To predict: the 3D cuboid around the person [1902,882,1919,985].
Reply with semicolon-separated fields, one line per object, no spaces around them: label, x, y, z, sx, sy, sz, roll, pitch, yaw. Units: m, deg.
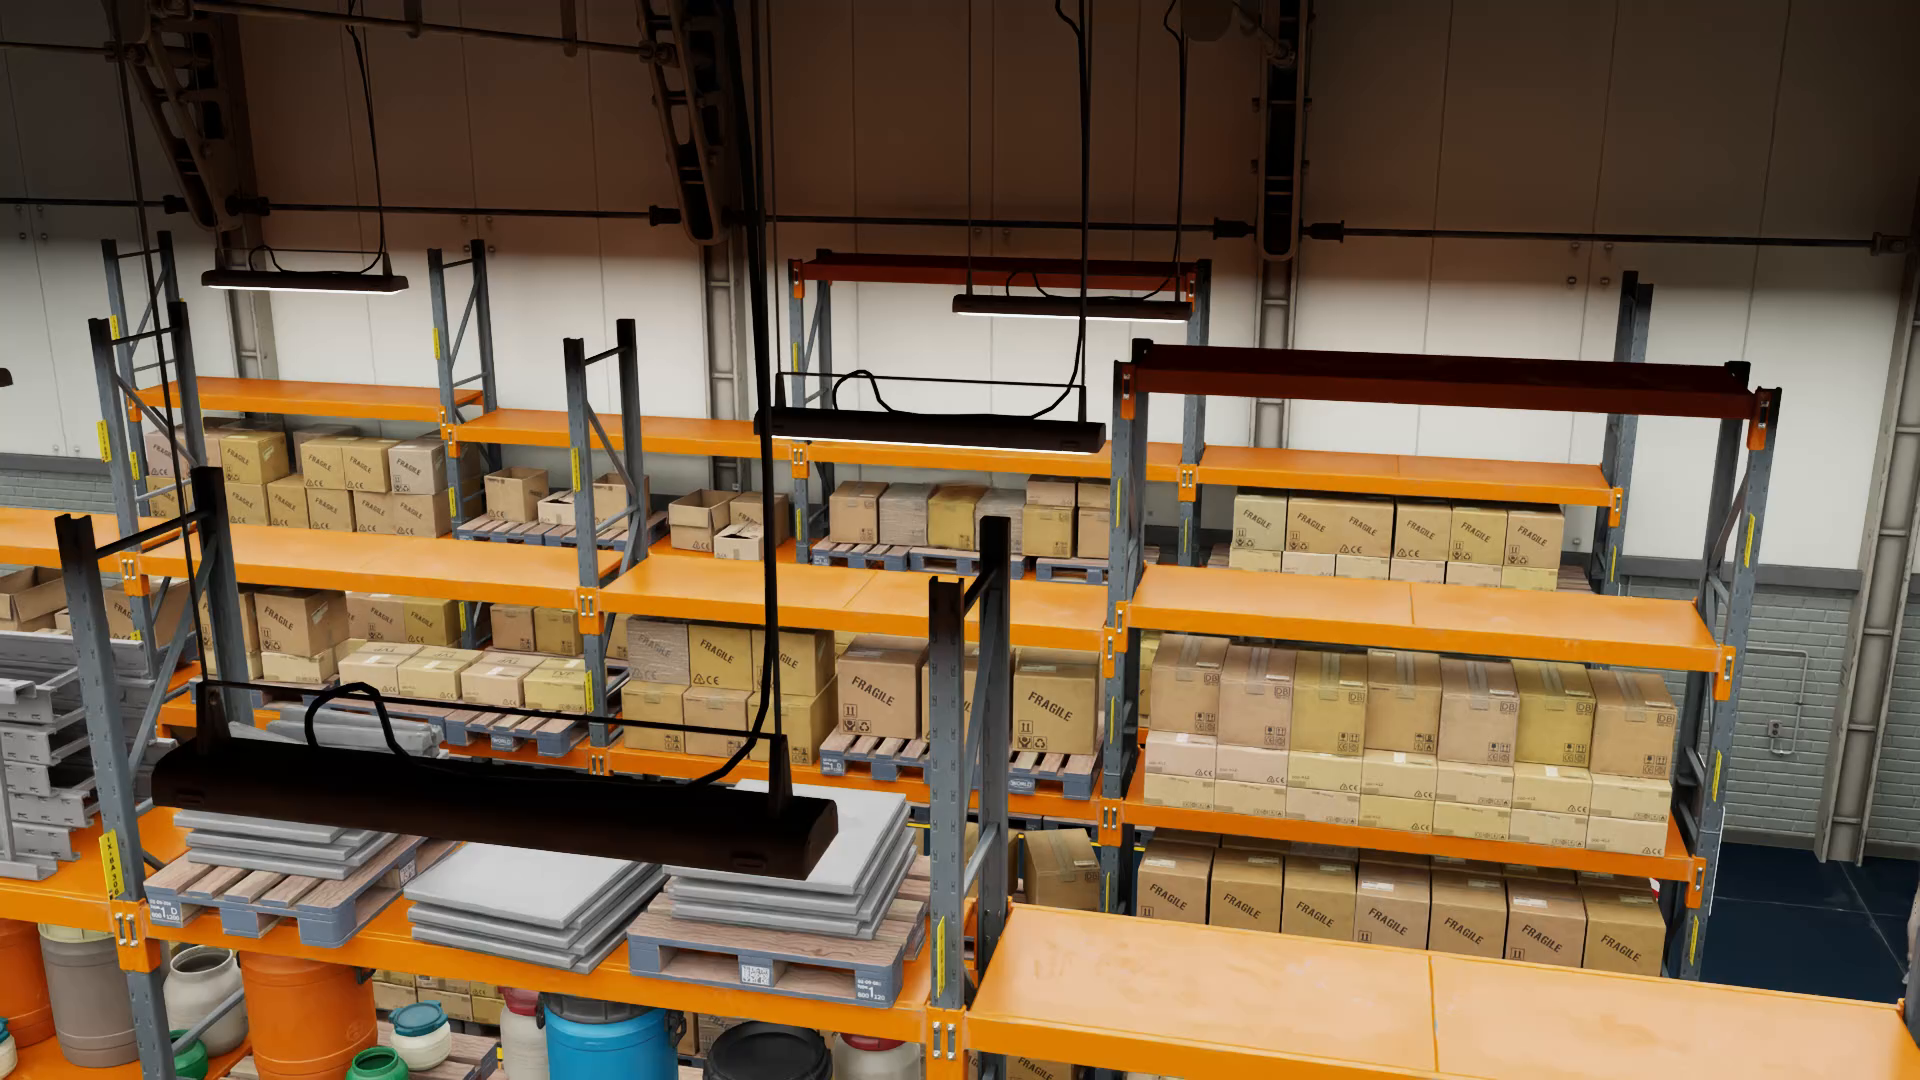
person;8.786;3.113;14.833;0.515;1.611;1.074;16;22;43
